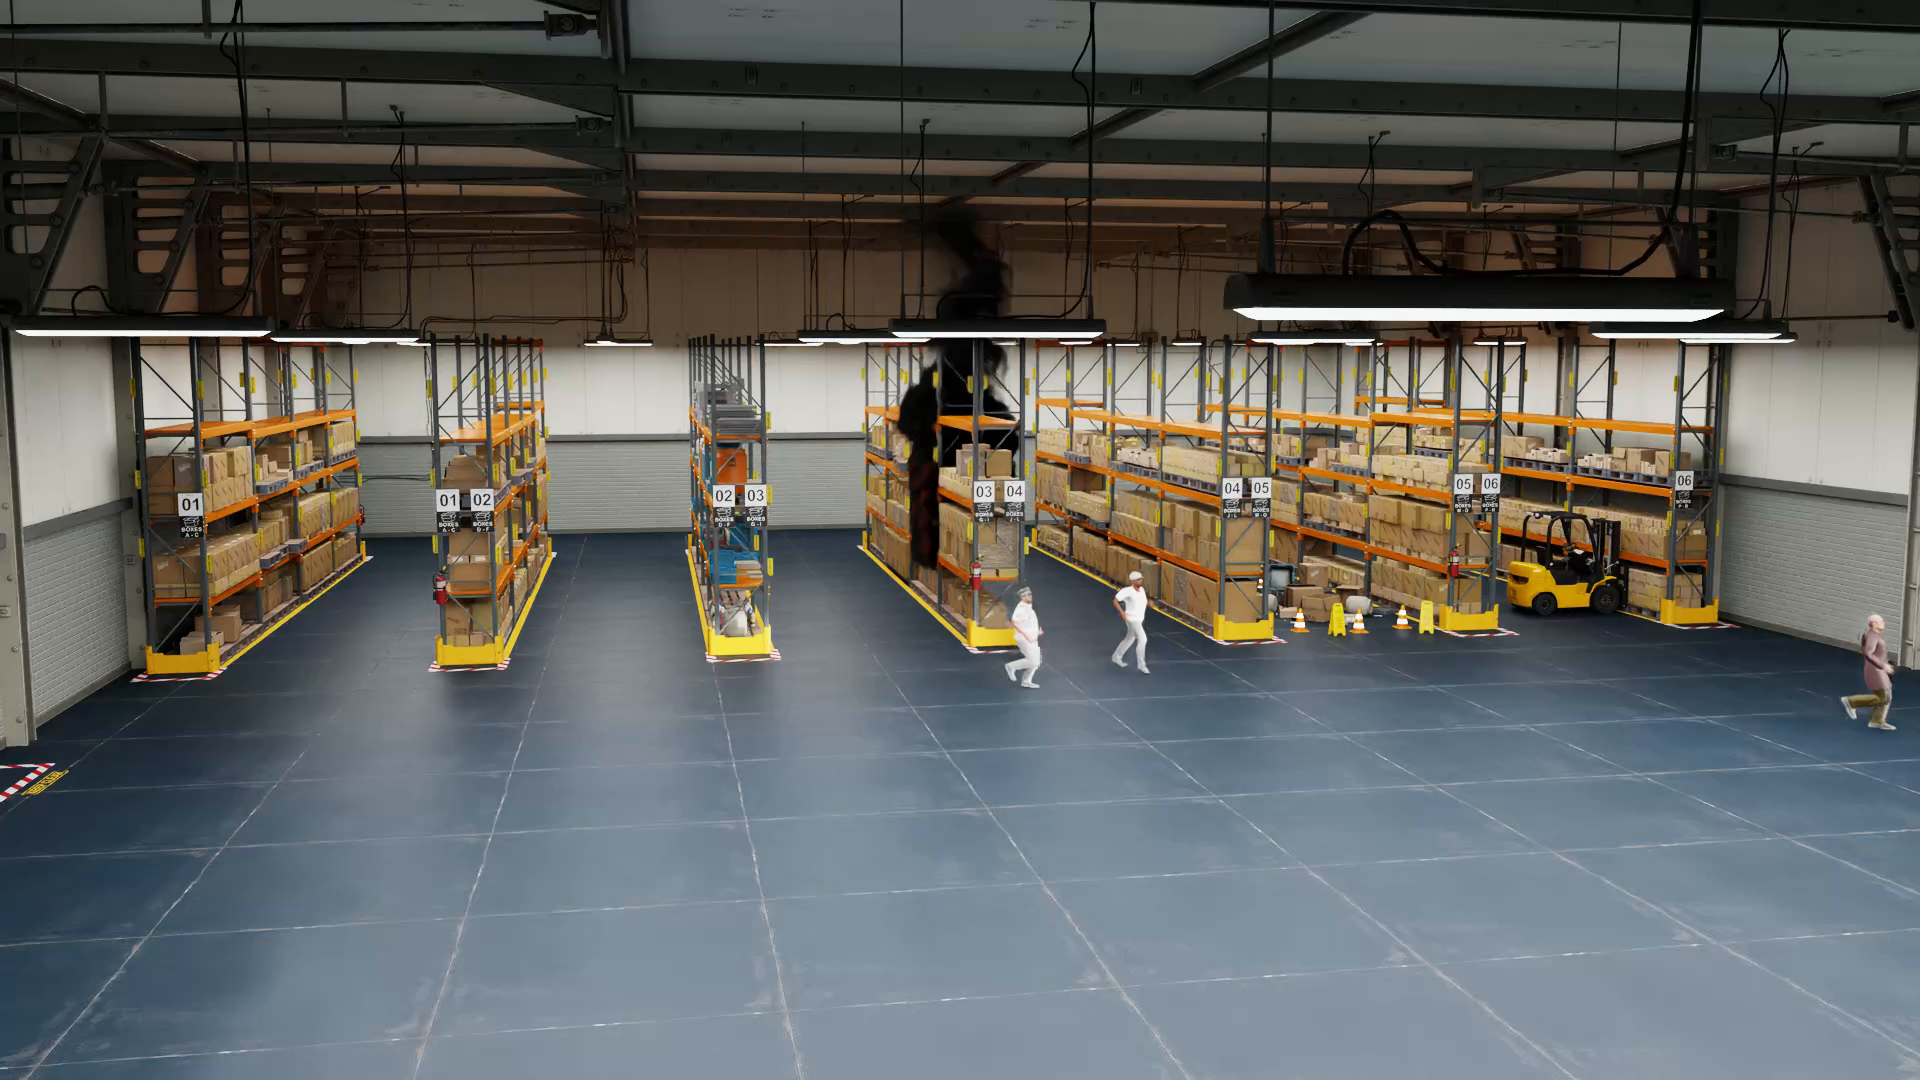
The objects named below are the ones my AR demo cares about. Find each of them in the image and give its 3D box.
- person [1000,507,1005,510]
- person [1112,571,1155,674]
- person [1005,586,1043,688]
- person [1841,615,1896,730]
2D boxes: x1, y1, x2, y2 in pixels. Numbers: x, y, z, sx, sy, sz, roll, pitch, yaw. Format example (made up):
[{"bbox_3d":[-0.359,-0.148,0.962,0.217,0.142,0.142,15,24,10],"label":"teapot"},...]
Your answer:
[{"bbox_3d":[1.291,-0.700,48.974,0.867,1.636,0.627,-5,8,-39],"label":"person"},{"bbox_3d":[3.095,1.460,29.675,0.806,1.828,0.666,4,7,29],"label":"person"},{"bbox_3d":[1.086,1.647,28.175,0.602,1.736,0.664,2,7,15],"label":"person"},{"bbox_3d":[13.778,1.992,25.145,0.756,1.743,0.710,3,7,28],"label":"person"}]
